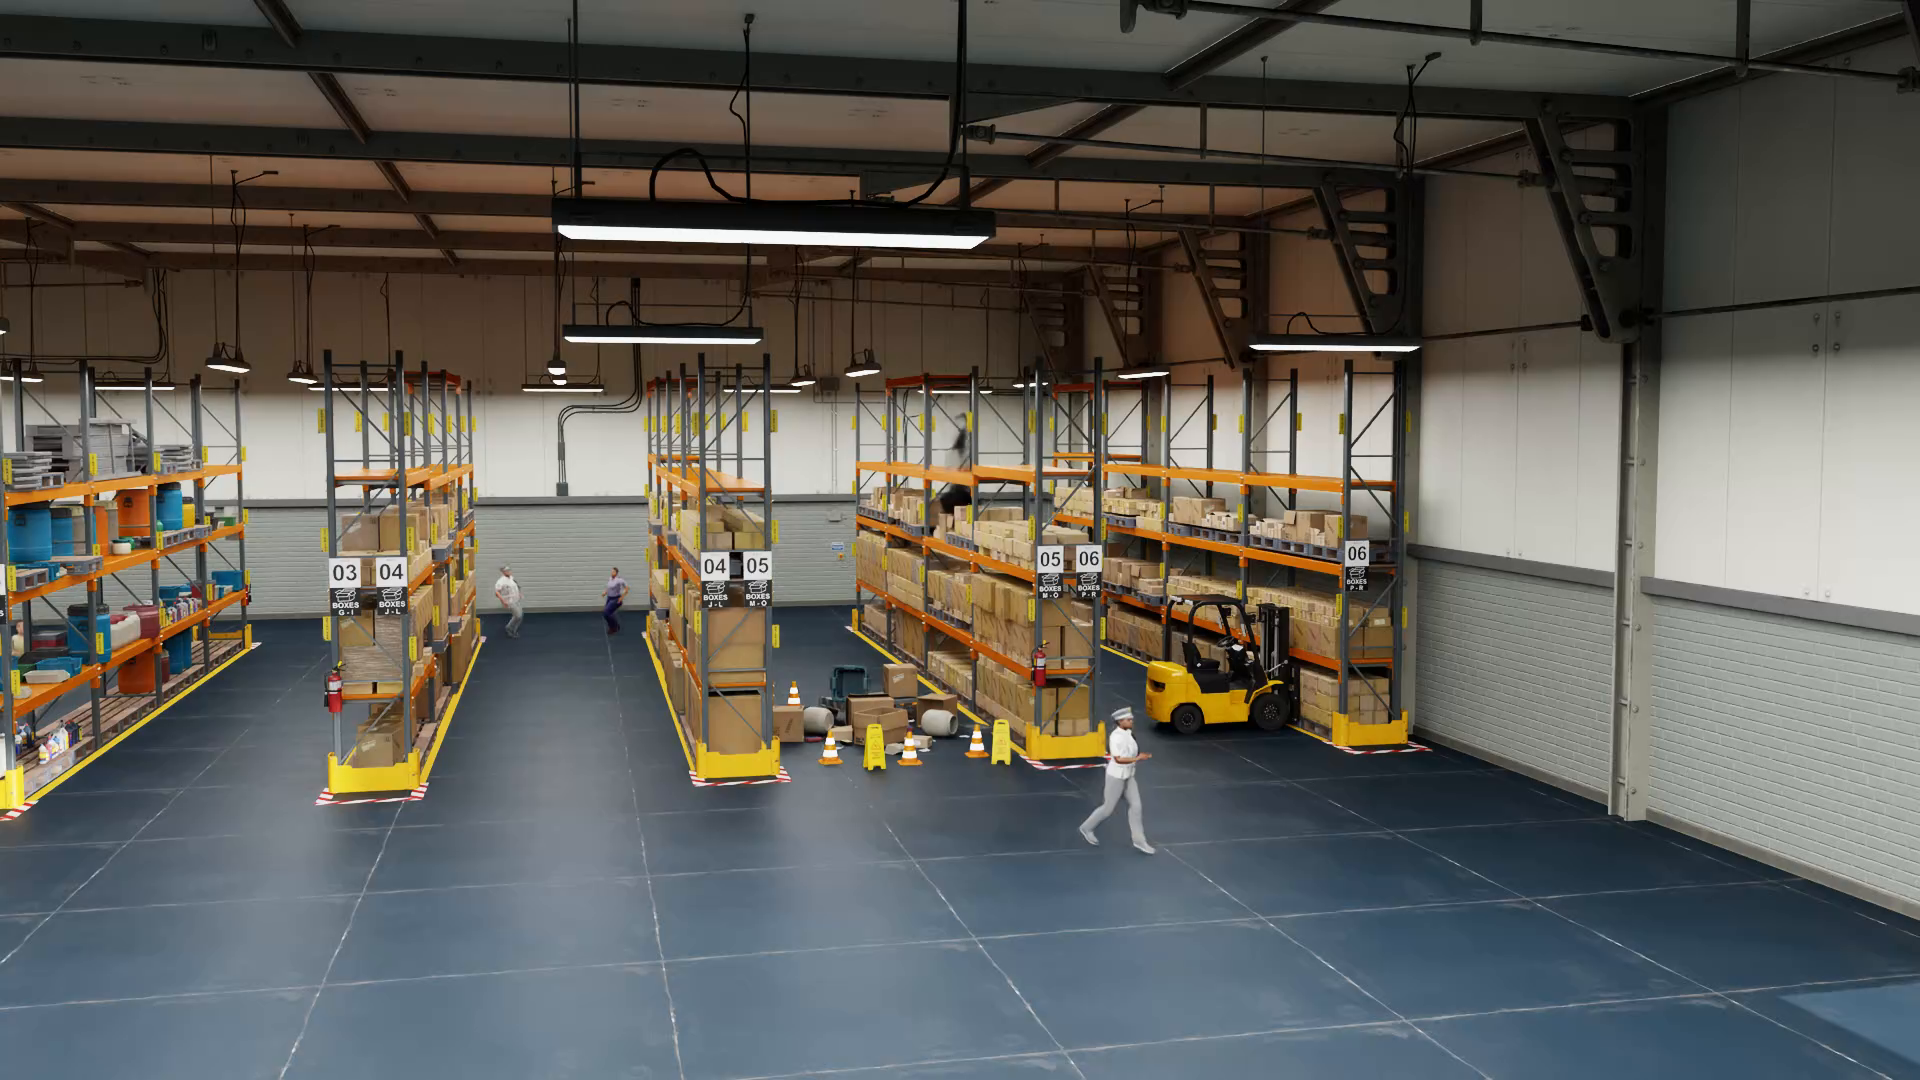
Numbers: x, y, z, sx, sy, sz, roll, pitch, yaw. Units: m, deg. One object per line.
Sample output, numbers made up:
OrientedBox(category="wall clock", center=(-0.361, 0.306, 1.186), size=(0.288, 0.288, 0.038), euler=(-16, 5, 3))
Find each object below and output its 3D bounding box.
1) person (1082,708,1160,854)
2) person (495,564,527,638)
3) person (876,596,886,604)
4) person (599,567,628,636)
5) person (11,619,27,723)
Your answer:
OrientedBox(category="person", center=(1.894, 2.781, 19.412), size=(0.938, 1.684, 0.573), euler=(2, 4, 27))
OrientedBox(category="person", center=(-10.472, 1.441, 39.012), size=(0.585, 1.750, 0.716), euler=(1, 4, 16))
OrientedBox(category="person", center=(-1.830, 1.301, 41.515), size=(0.885, 1.629, 0.682), euler=(0, 4, 4))
OrientedBox(category="person", center=(-8.255, 1.462, 39.519), size=(0.686, 1.653, 0.665), euler=(4, 6, 44))
OrientedBox(category="person", center=(-15.891, 2.206, 28.190), size=(0.567, 1.679, 0.876), euler=(-1, 4, -17))
